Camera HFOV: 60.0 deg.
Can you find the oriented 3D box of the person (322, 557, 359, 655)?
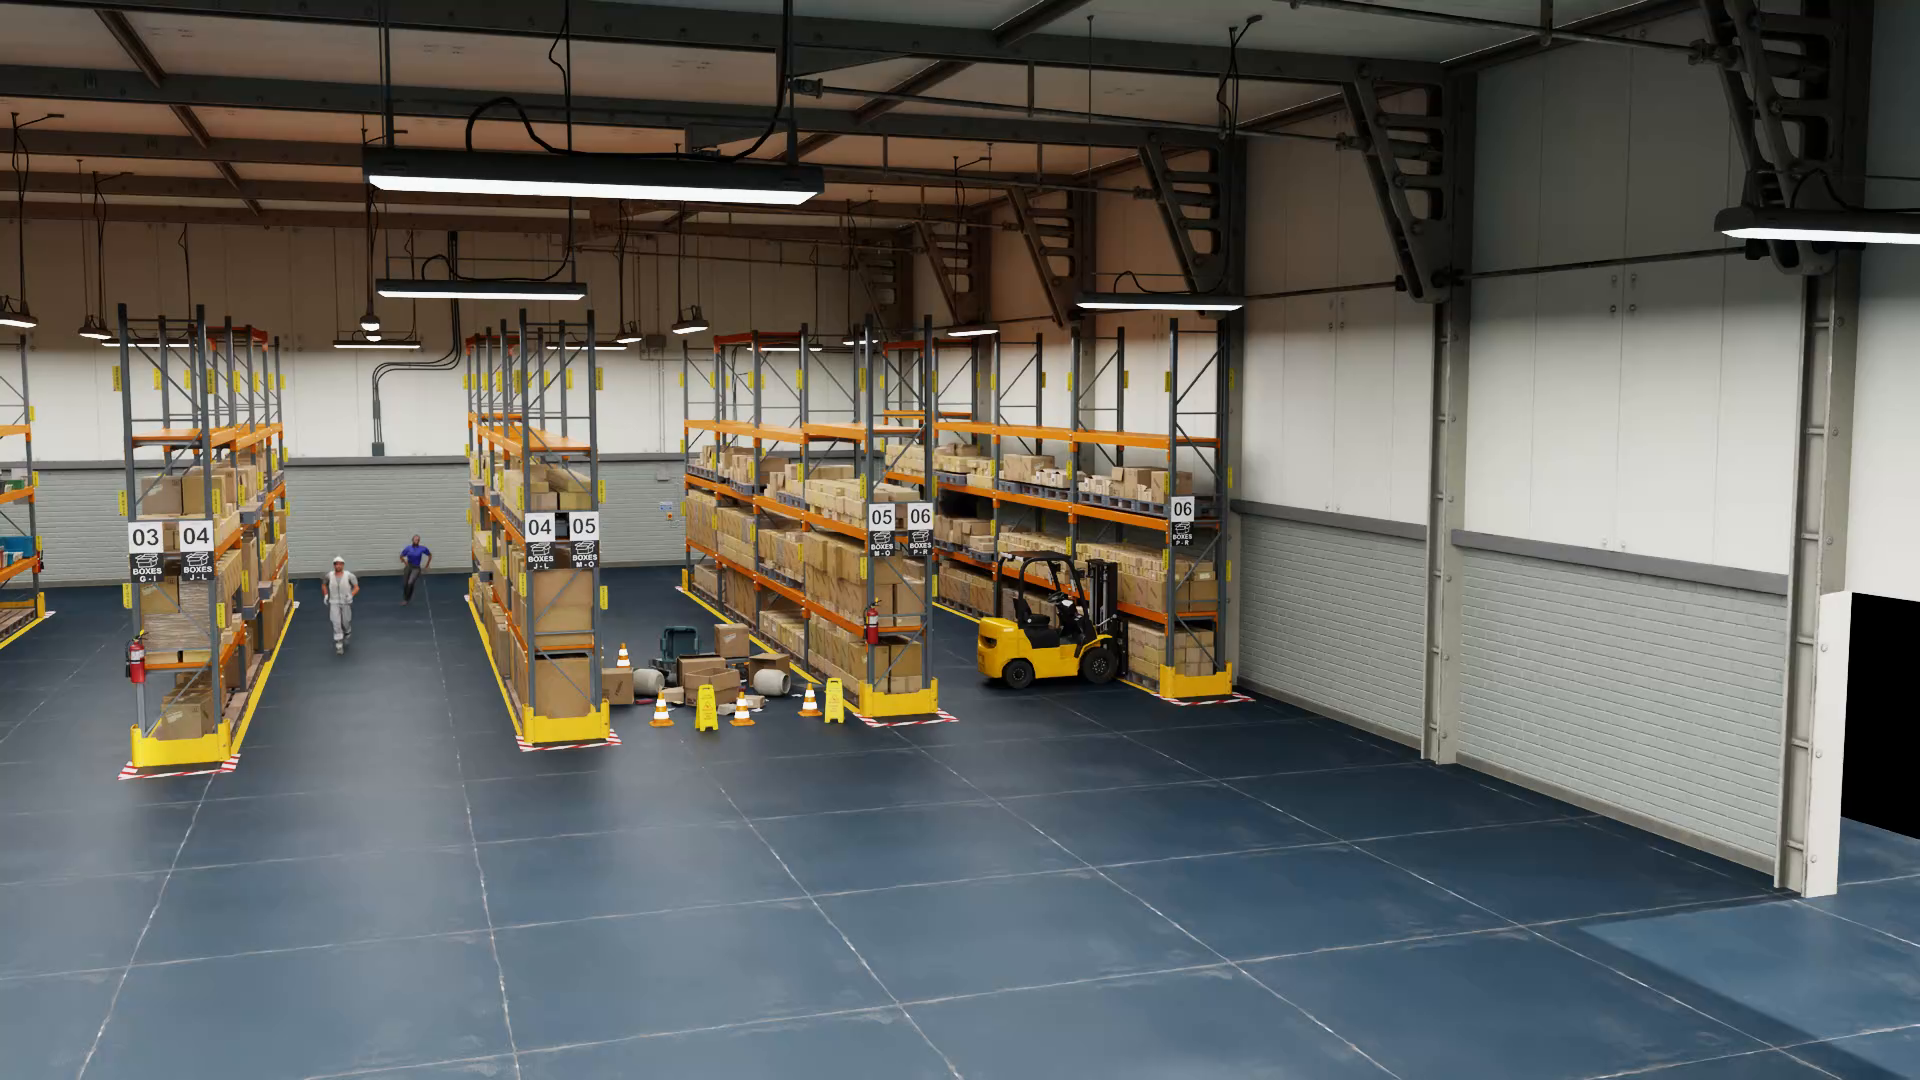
[{"bbox_3d":[-11.465,1.191,30.780,0.660,1.780,0.942,-2,6,-16],"label":"person"}]

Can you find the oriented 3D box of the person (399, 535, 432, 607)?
[{"bbox_3d":[-12.262,0.690,37.325,0.735,1.624,0.704,0,5,-3],"label":"person"}]
